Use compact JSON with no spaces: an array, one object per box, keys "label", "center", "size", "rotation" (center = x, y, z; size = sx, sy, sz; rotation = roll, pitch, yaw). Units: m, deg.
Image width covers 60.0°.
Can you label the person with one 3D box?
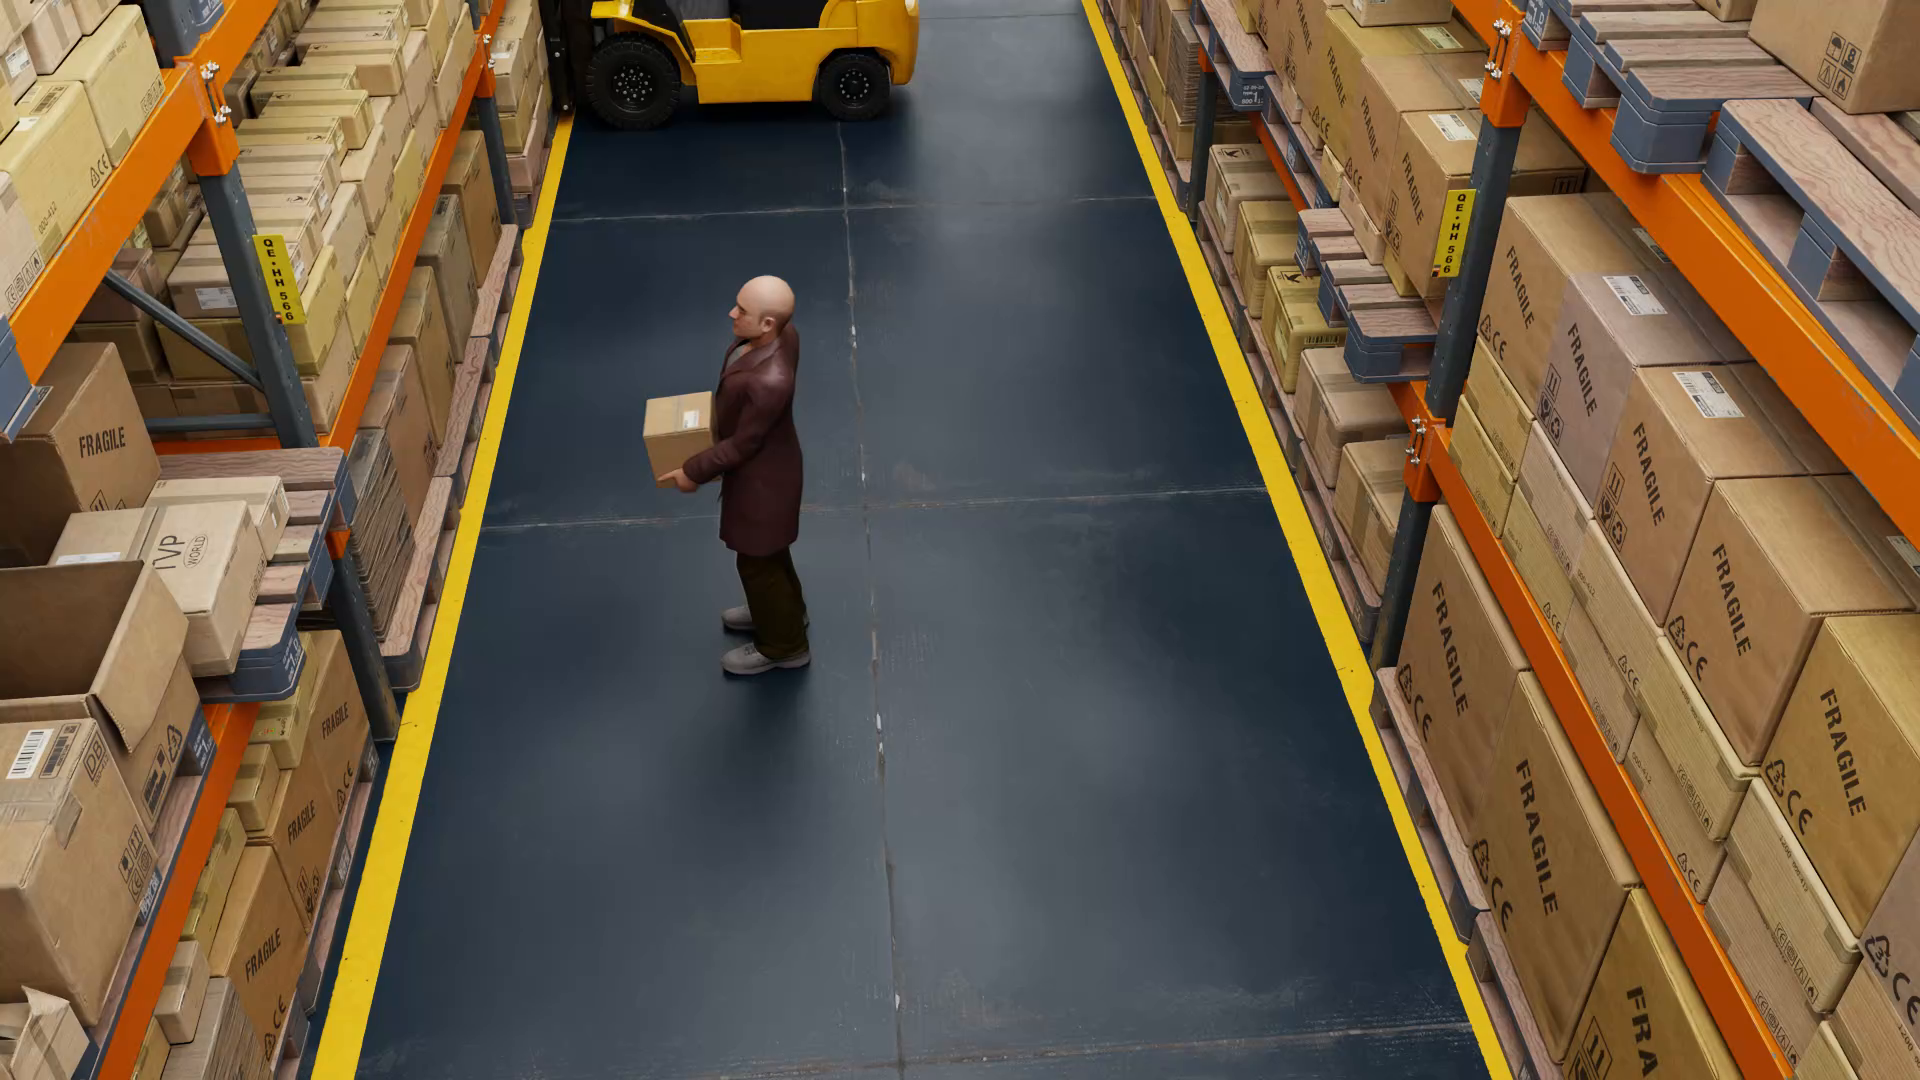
[{"label":"person","center":[-0.873,-0.241,6.472],"size":[0.562,1.769,0.530],"rotation":[-3,39,-4]}]
